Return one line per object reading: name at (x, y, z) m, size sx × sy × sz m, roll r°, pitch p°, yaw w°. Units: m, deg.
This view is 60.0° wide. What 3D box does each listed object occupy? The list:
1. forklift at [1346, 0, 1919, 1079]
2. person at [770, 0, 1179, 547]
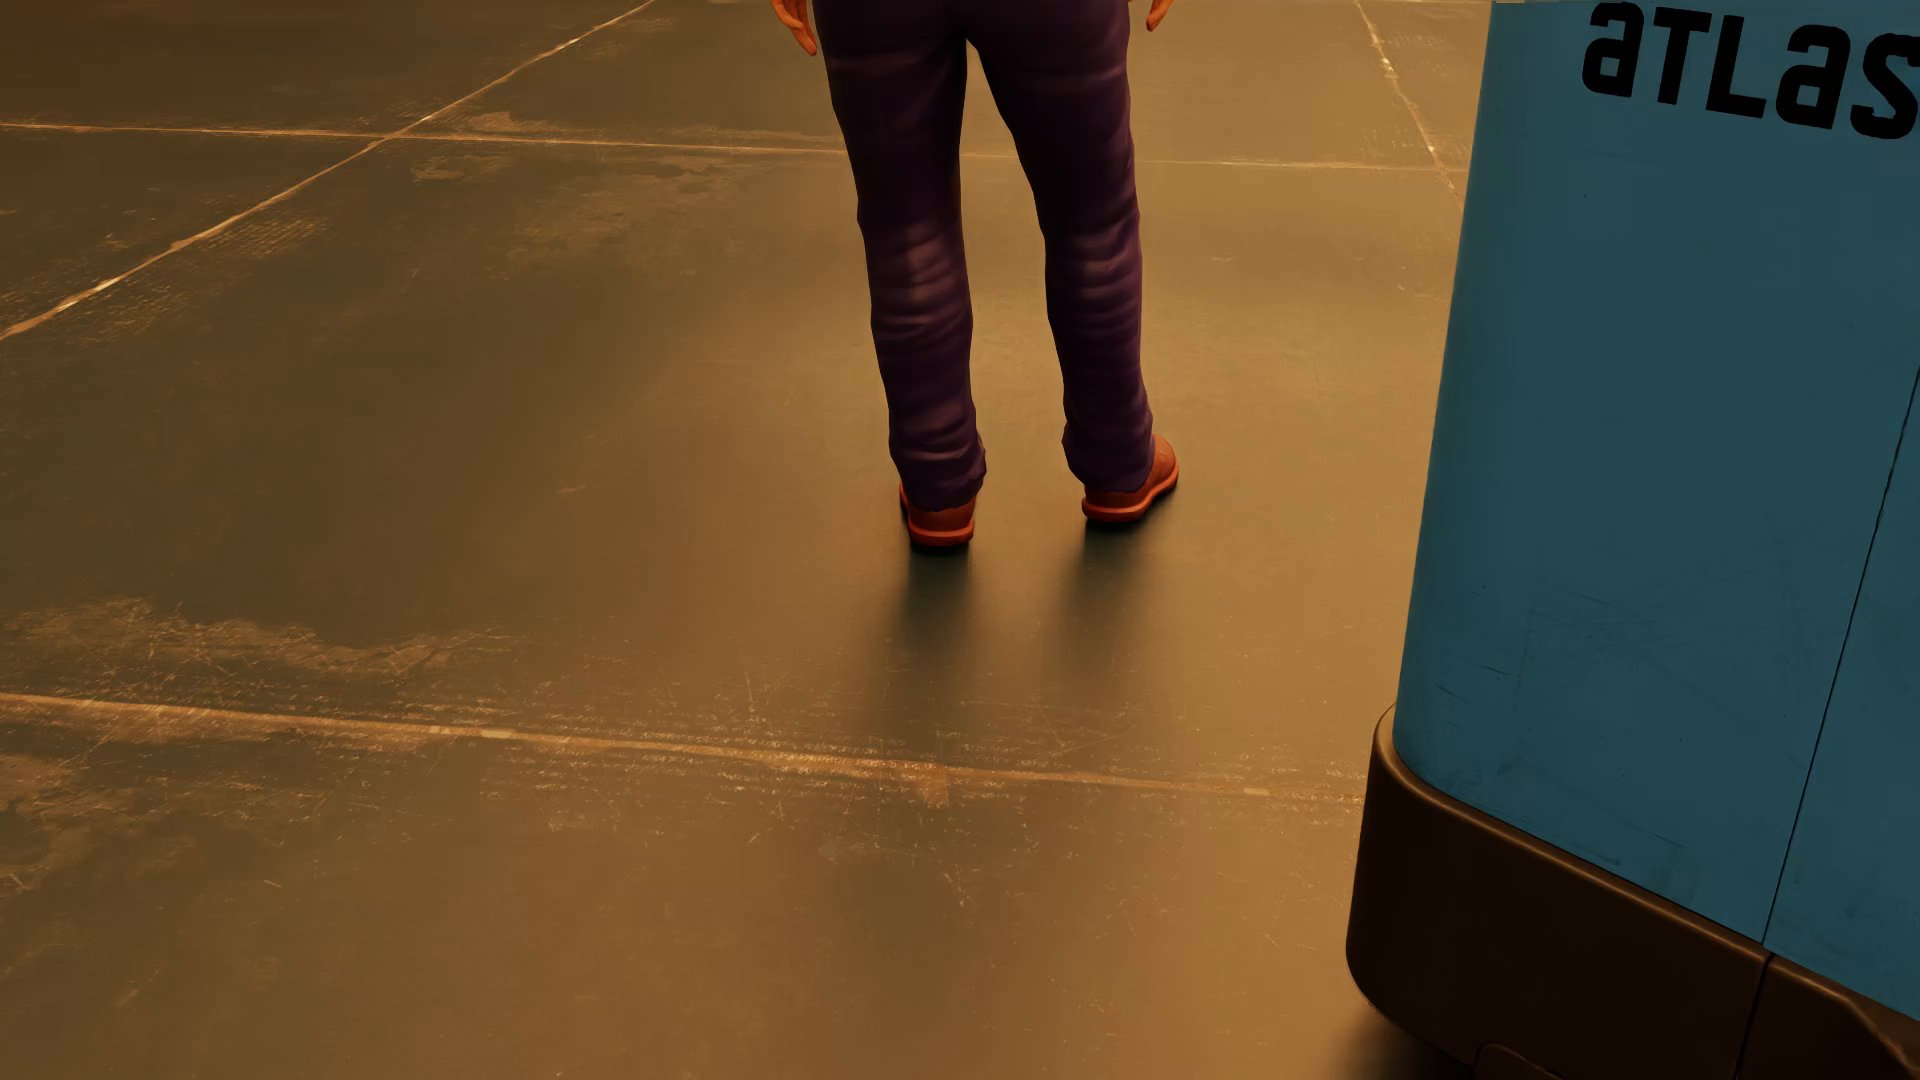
forklift at (1.744, -0.527, 0.273) m, size 1.130 × 2.935 × 3.031 m, roll -23°, pitch 35°, yaw -38°
person at (0.035, -0.778, 2.208) m, size 0.598 × 1.641 × 0.502 m, roll 3°, pitch 27°, yaw 7°
